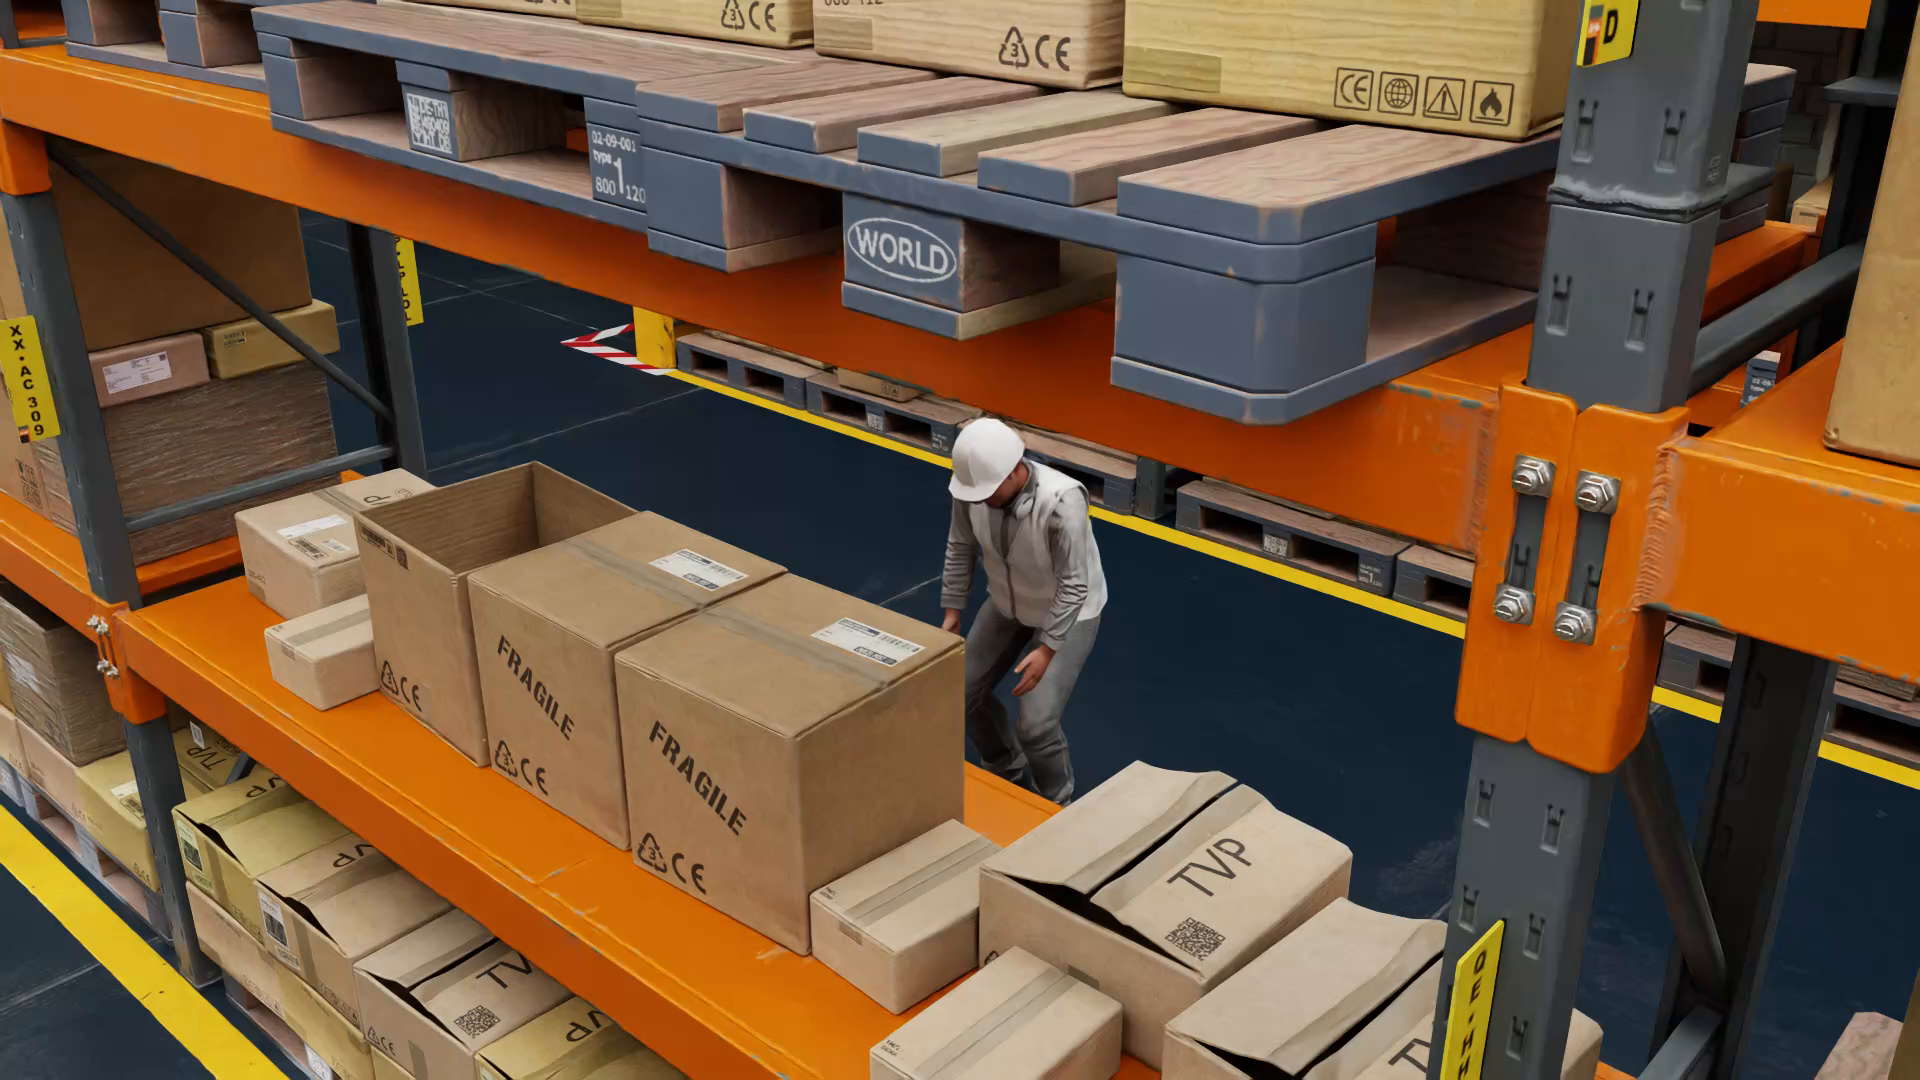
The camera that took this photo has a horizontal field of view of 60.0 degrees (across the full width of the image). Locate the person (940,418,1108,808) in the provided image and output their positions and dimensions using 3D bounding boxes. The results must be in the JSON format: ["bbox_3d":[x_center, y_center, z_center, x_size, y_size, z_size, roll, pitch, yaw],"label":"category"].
[{"bbox_3d":[0.220,0.269,5.732,0.588,1.559,0.671,20,31,38],"label":"person"}]
